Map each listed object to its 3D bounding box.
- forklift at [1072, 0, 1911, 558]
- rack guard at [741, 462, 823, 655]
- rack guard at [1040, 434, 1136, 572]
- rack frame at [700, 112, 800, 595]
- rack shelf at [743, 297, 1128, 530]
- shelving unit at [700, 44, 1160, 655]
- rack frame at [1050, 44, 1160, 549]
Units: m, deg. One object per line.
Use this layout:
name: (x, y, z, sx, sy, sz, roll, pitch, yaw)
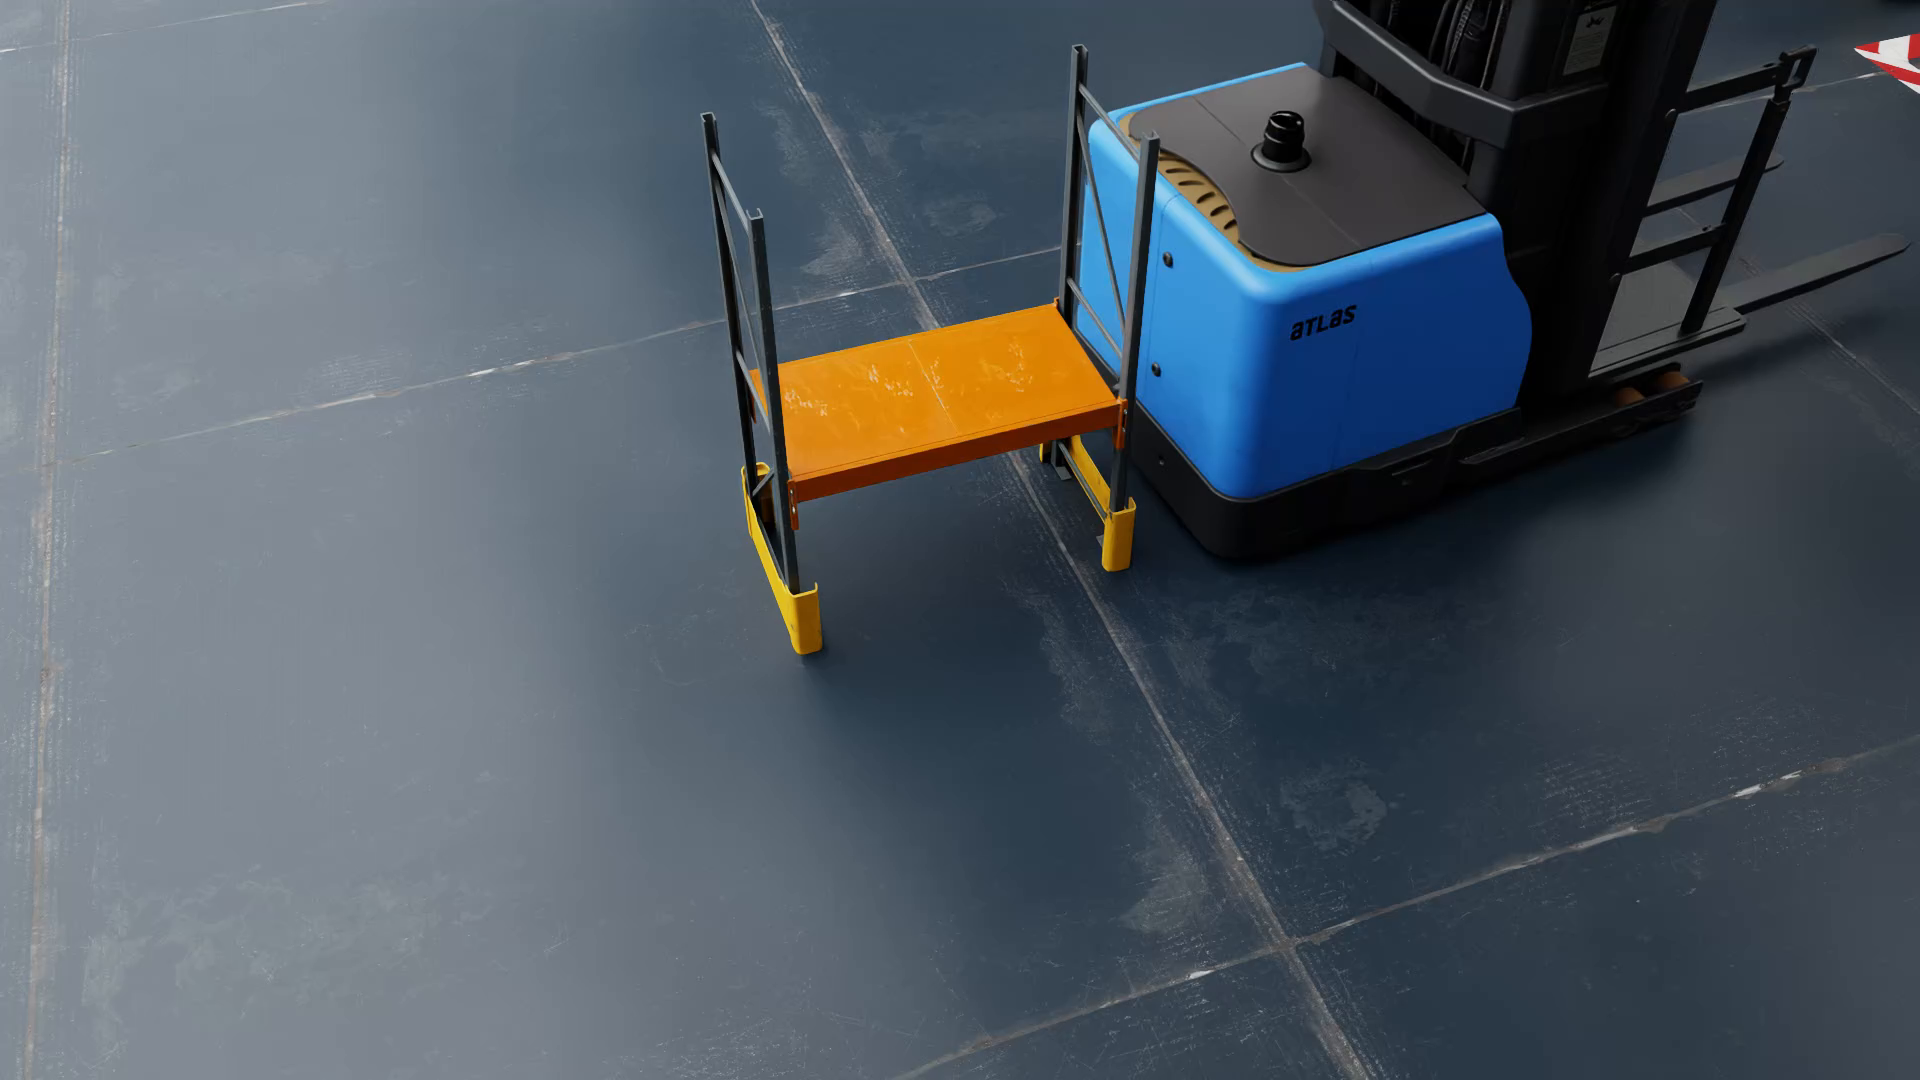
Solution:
forklift: (1.931, -1.700, 4.875, 3.031, 2.935, 1.130, -19, 48, -18)
rack guard: (-0.540, 0.050, 5.024, 0.087, 0.250, 0.587, -14, 47, -14)
rack guard: (0.397, -0.190, 5.263, 0.087, 0.250, 0.587, -14, 47, -14)
rack frame: (-0.558, -0.387, 4.576, 0.032, 1.500, 0.500, -14, 47, -14)
rack shelf: (-0.080, -0.382, 4.826, 1.000, 0.185, 0.538, -14, 47, -14)
shelving unit: (-0.072, -0.511, 4.701, 1.083, 1.500, 0.587, -14, 47, -14)
rack frame: (0.398, -0.631, 4.820, 0.032, 1.500, 0.500, -14, 47, -14)
